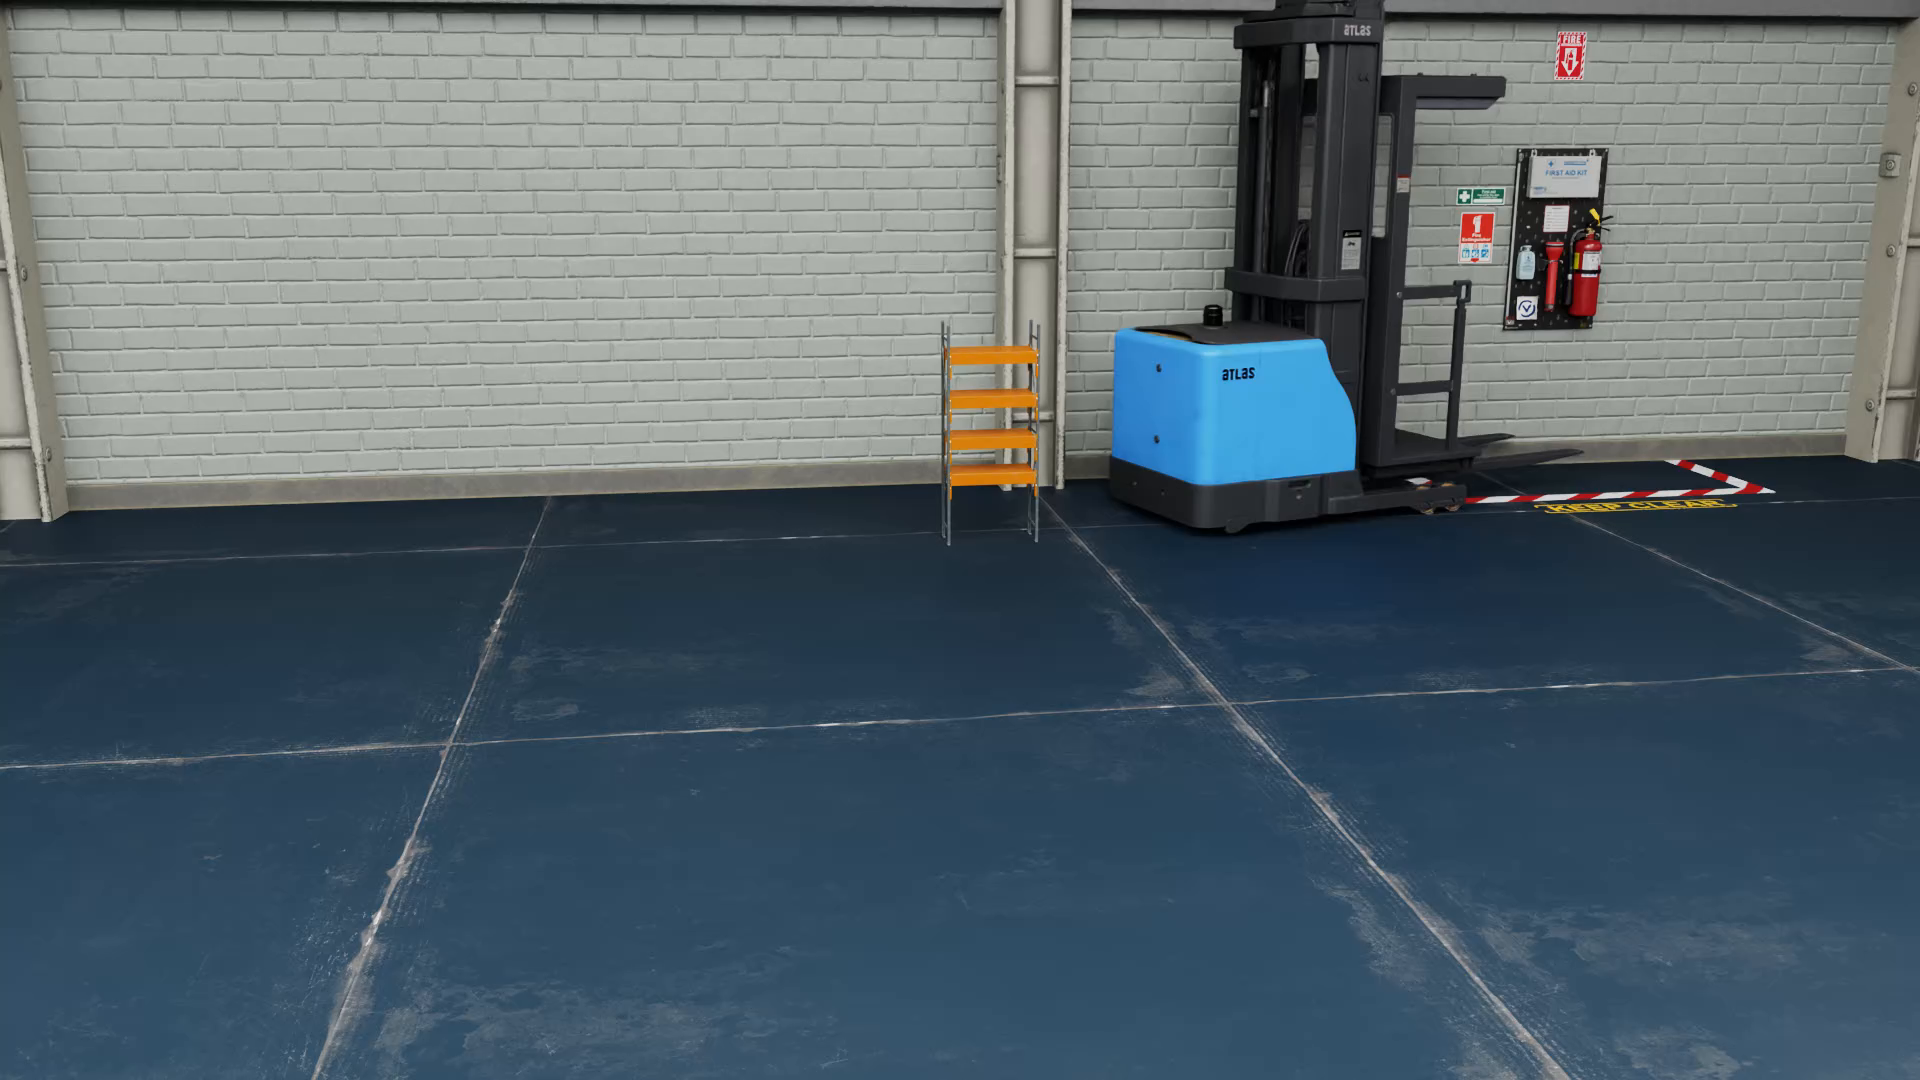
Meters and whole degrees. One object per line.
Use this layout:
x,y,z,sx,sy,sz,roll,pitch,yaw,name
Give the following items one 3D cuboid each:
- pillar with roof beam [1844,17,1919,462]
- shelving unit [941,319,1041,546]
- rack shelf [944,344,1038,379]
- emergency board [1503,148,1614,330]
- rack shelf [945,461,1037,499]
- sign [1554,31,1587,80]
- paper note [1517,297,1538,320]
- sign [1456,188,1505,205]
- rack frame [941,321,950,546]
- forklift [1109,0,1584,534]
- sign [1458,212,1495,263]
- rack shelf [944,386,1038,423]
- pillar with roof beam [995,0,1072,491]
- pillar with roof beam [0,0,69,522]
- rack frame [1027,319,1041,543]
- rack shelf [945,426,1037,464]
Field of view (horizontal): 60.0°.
7.017,-3.902,6.280,0.400,9.000,9.100,-2,14,-8,pillar with roof beam
0.164,-0.588,9.100,0.503,1.200,0.258,-2,14,-8,shelving unit
0.164,-0.969,9.004,0.480,0.148,0.258,-2,14,-8,rack shelf
3.927,-1.947,10.818,0.643,1.169,0.194,-2,14,-8,emergency board
0.164,-0.330,9.164,0.480,0.148,0.258,-2,14,-8,rack shelf
3.904,-3.095,10.631,0.199,0.298,0.001,-2,14,-8,sign
3.741,-1.530,10.966,0.142,0.148,0.016,-2,14,-8,paper note
3.370,-2.224,10.761,0.331,0.109,0.001,-2,14,-8,sign
-0.078,-0.579,9.065,0.015,1.200,0.240,-2,14,-8,rack frame
2.451,-1.681,9.898,3.031,2.935,1.130,-7,16,-25,forklift
3.365,-1.969,10.833,0.234,0.329,0.001,-2,14,-8,sign
0.164,-0.740,9.062,0.480,0.148,0.258,-2,14,-8,rack shelf
1.084,-3.684,5.413,0.400,9.000,9.100,-2,14,-8,pillar with roof beam
-4.849,-3.467,4.546,0.400,9.000,9.100,-2,14,-8,pillar with roof beam
0.405,-0.597,9.135,0.015,1.200,0.240,-2,14,-8,rack frame
0.164,-0.523,9.116,0.480,0.148,0.258,-2,14,-8,rack shelf
